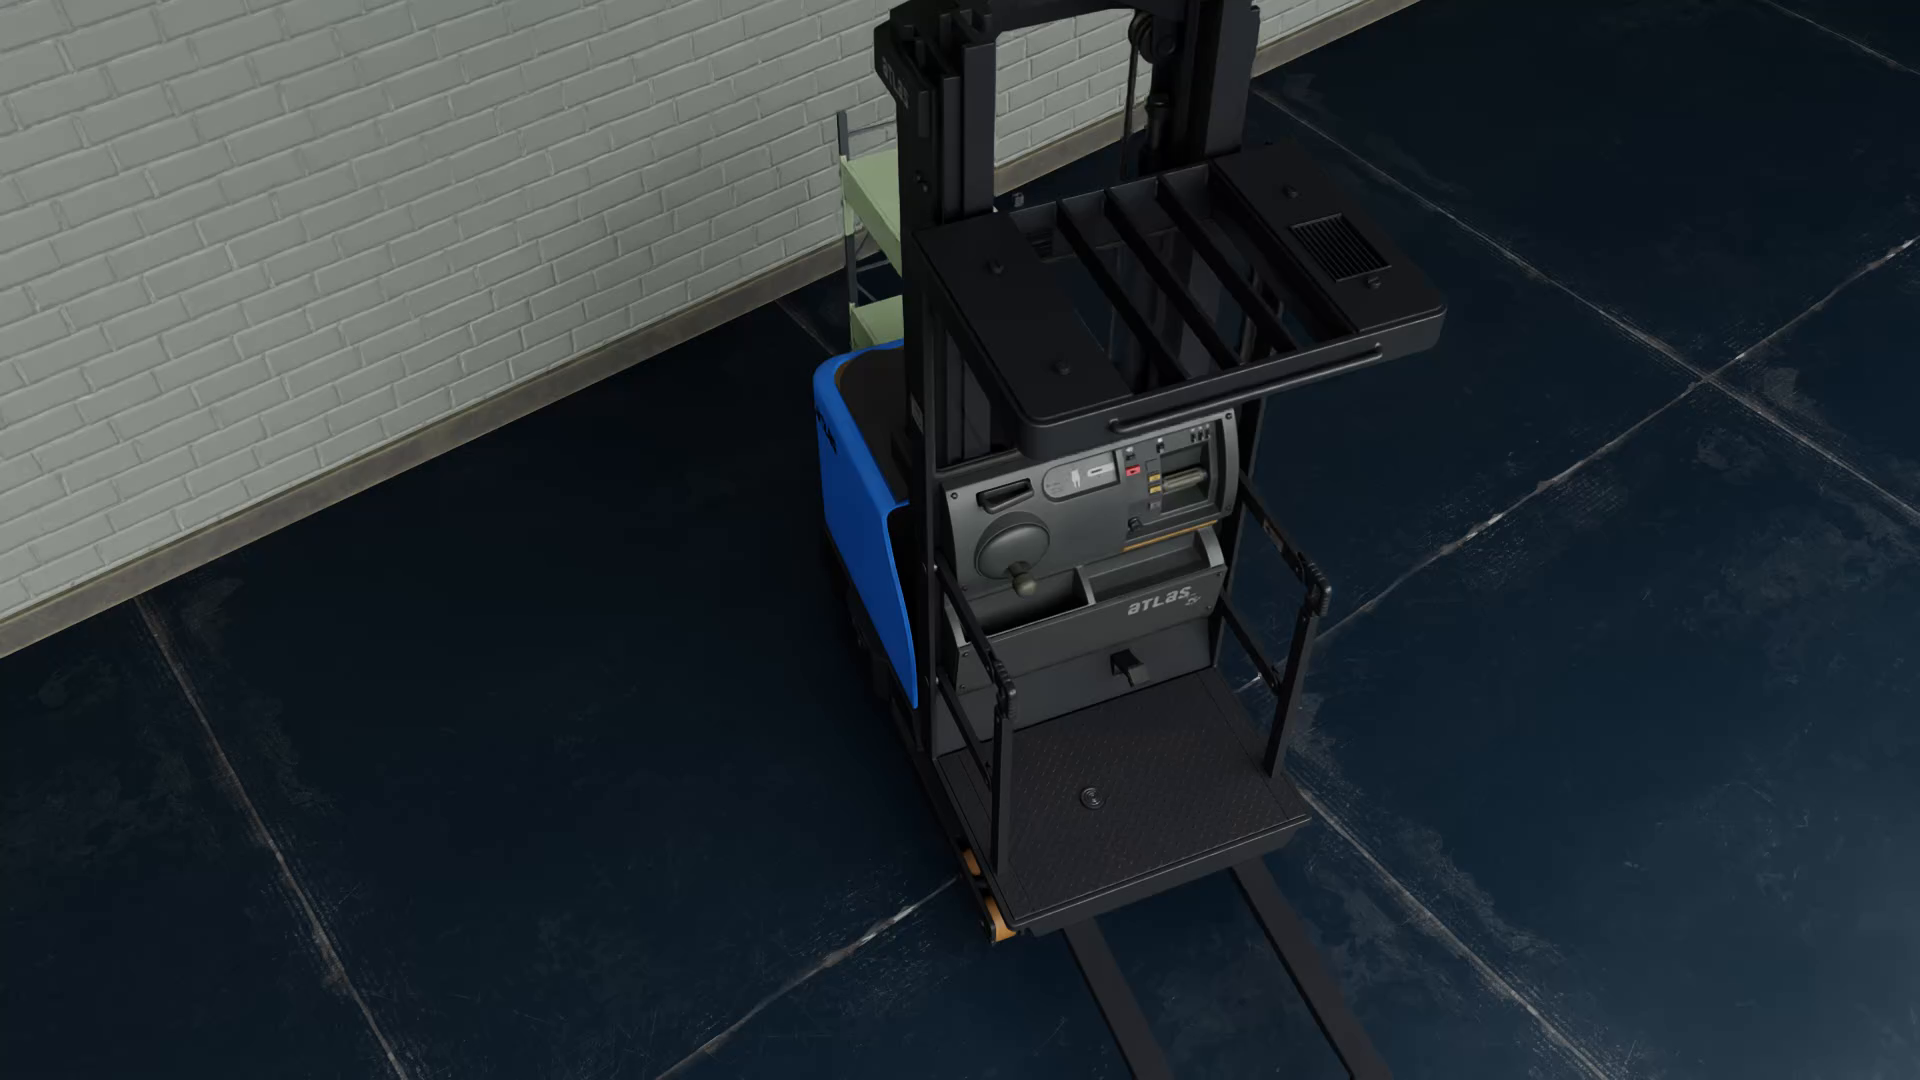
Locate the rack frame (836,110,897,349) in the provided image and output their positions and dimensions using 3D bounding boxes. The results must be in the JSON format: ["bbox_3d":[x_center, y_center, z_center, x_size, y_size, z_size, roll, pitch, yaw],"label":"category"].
[{"bbox_3d":[-0.273,-1.138,6.768,0.400,1.500,0.023,-19,51,-17],"label":"rack frame"}]

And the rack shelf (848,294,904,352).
[{"bbox_3d":[-0.118,-0.673,6.787,0.431,0.370,0.720,-19,51,-17],"label":"rack shelf"}]

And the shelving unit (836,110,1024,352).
[{"bbox_3d":[-0.118,-0.892,6.545,0.431,1.500,0.755,-19,51,-17],"label":"shelving unit"}]

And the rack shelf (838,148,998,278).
[{"bbox_3d":[-0.118,-1.154,6.256,0.431,0.370,0.720,-19,51,-17],"label":"rack shelf"}]

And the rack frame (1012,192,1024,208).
[{"bbox_3d":[0.037,-0.646,6.322,0.400,1.500,0.023,-19,51,-17],"label":"rack frame"}]

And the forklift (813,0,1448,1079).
[{"bbox_3d":[0.482,-0.015,4.784,1.130,2.935,3.031,-17,50,-15],"label":"forklift"}]
